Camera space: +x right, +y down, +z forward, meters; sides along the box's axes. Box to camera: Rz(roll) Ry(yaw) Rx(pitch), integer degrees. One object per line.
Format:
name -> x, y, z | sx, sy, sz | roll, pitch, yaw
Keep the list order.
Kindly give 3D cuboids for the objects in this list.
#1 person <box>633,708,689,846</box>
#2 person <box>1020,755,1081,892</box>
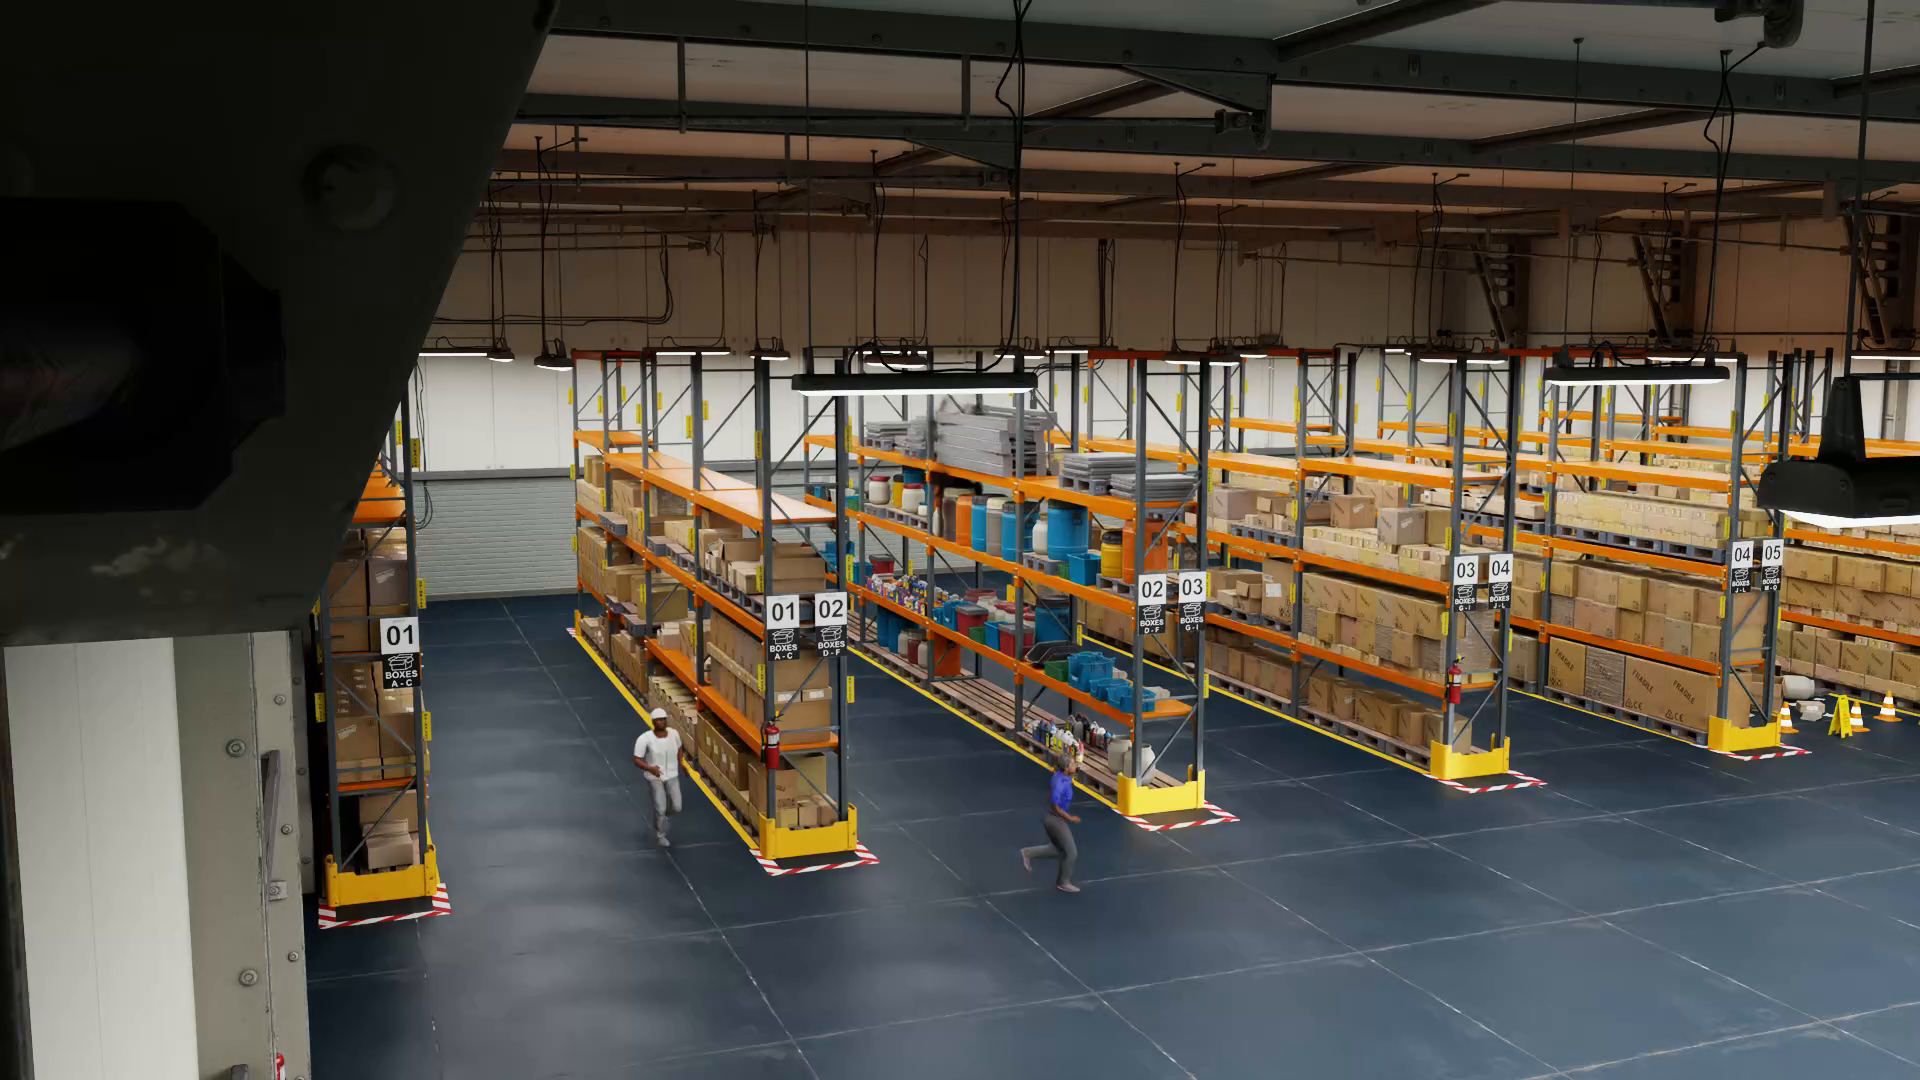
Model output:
person -> -3.680, 2.898, 20.568 | 0.700, 1.659, 0.582 | -5, 9, -34
person -> 1.029, 3.223, 18.878 | 0.683, 1.624, 0.599 | 0, 7, 0
